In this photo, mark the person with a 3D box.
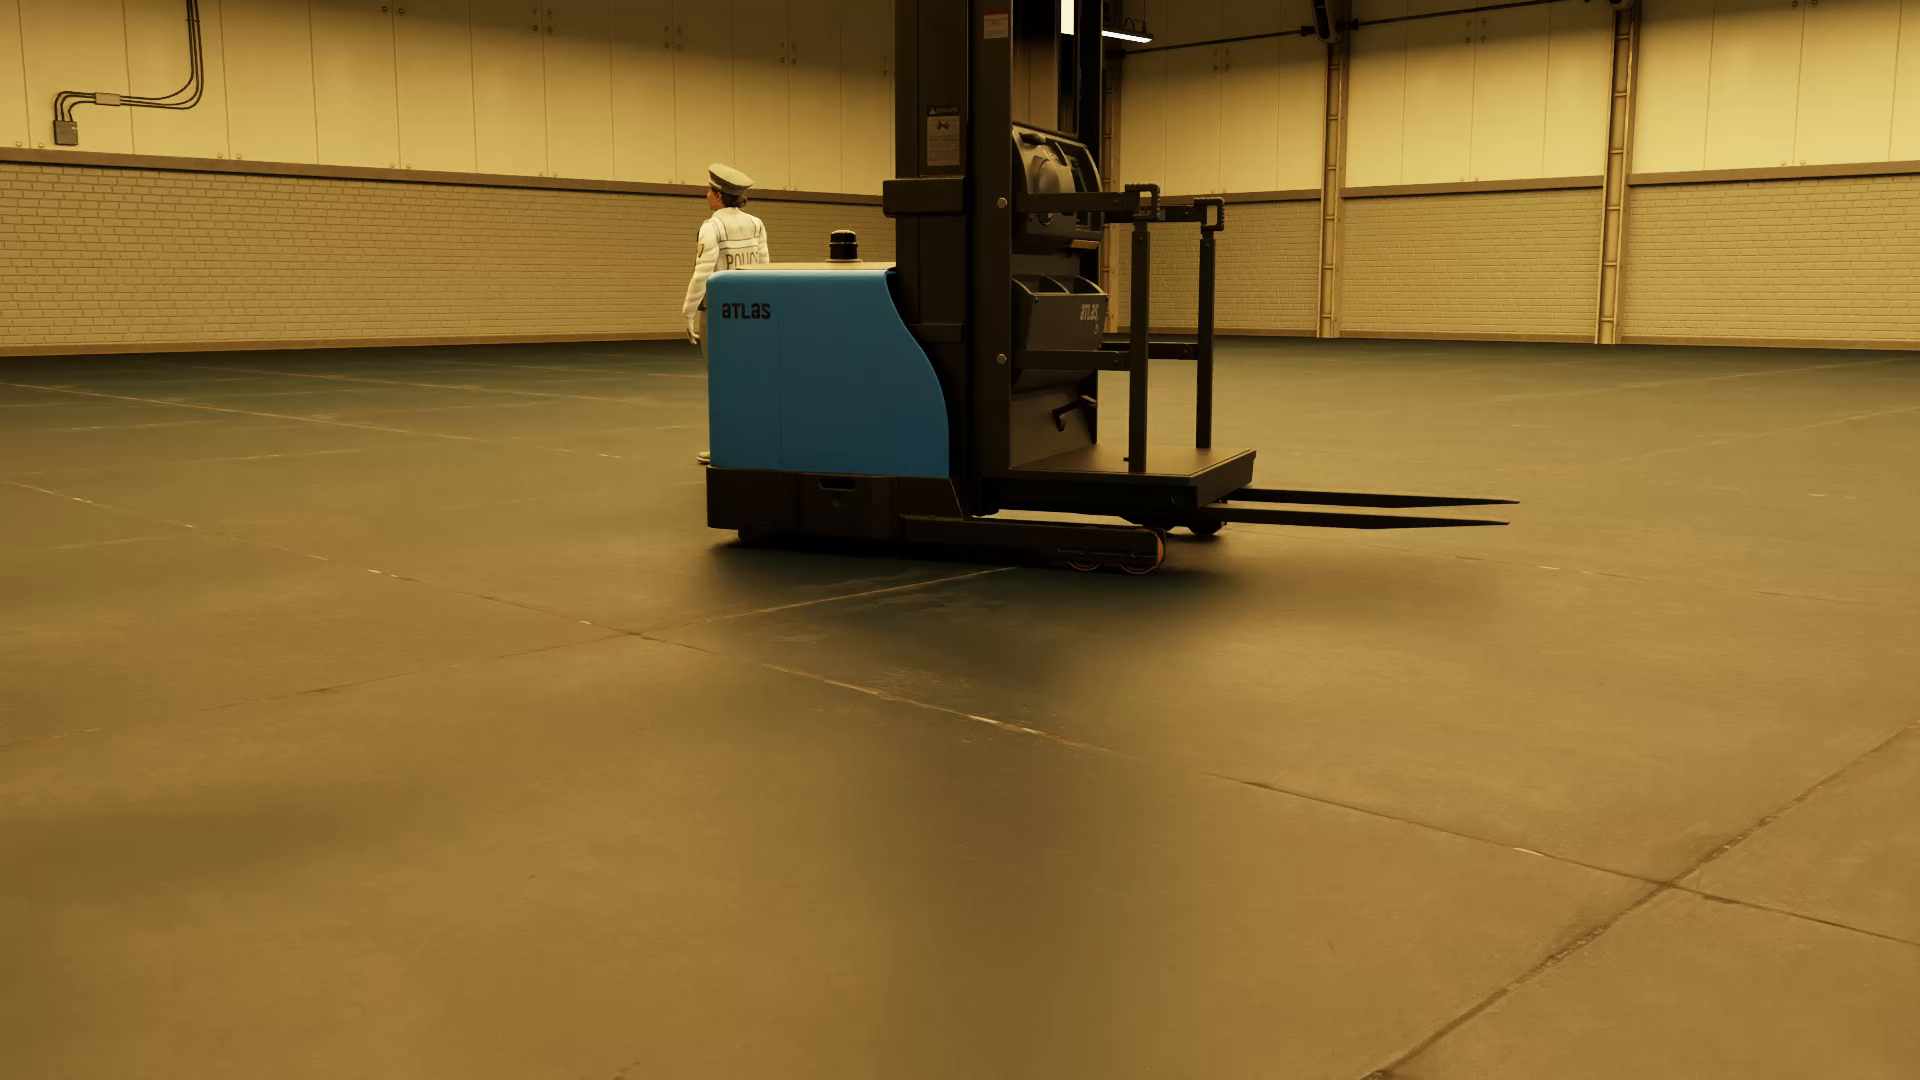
[{"bbox_3d":[-1.377,-1.288,9.529,0.534,1.696,0.587,7,11,39],"label":"person"}]

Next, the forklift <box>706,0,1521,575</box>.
[{"bbox_3d":[0.565,-1.416,6.275,3.031,2.935,1.130,3,9,22],"label":"forklift"}]
